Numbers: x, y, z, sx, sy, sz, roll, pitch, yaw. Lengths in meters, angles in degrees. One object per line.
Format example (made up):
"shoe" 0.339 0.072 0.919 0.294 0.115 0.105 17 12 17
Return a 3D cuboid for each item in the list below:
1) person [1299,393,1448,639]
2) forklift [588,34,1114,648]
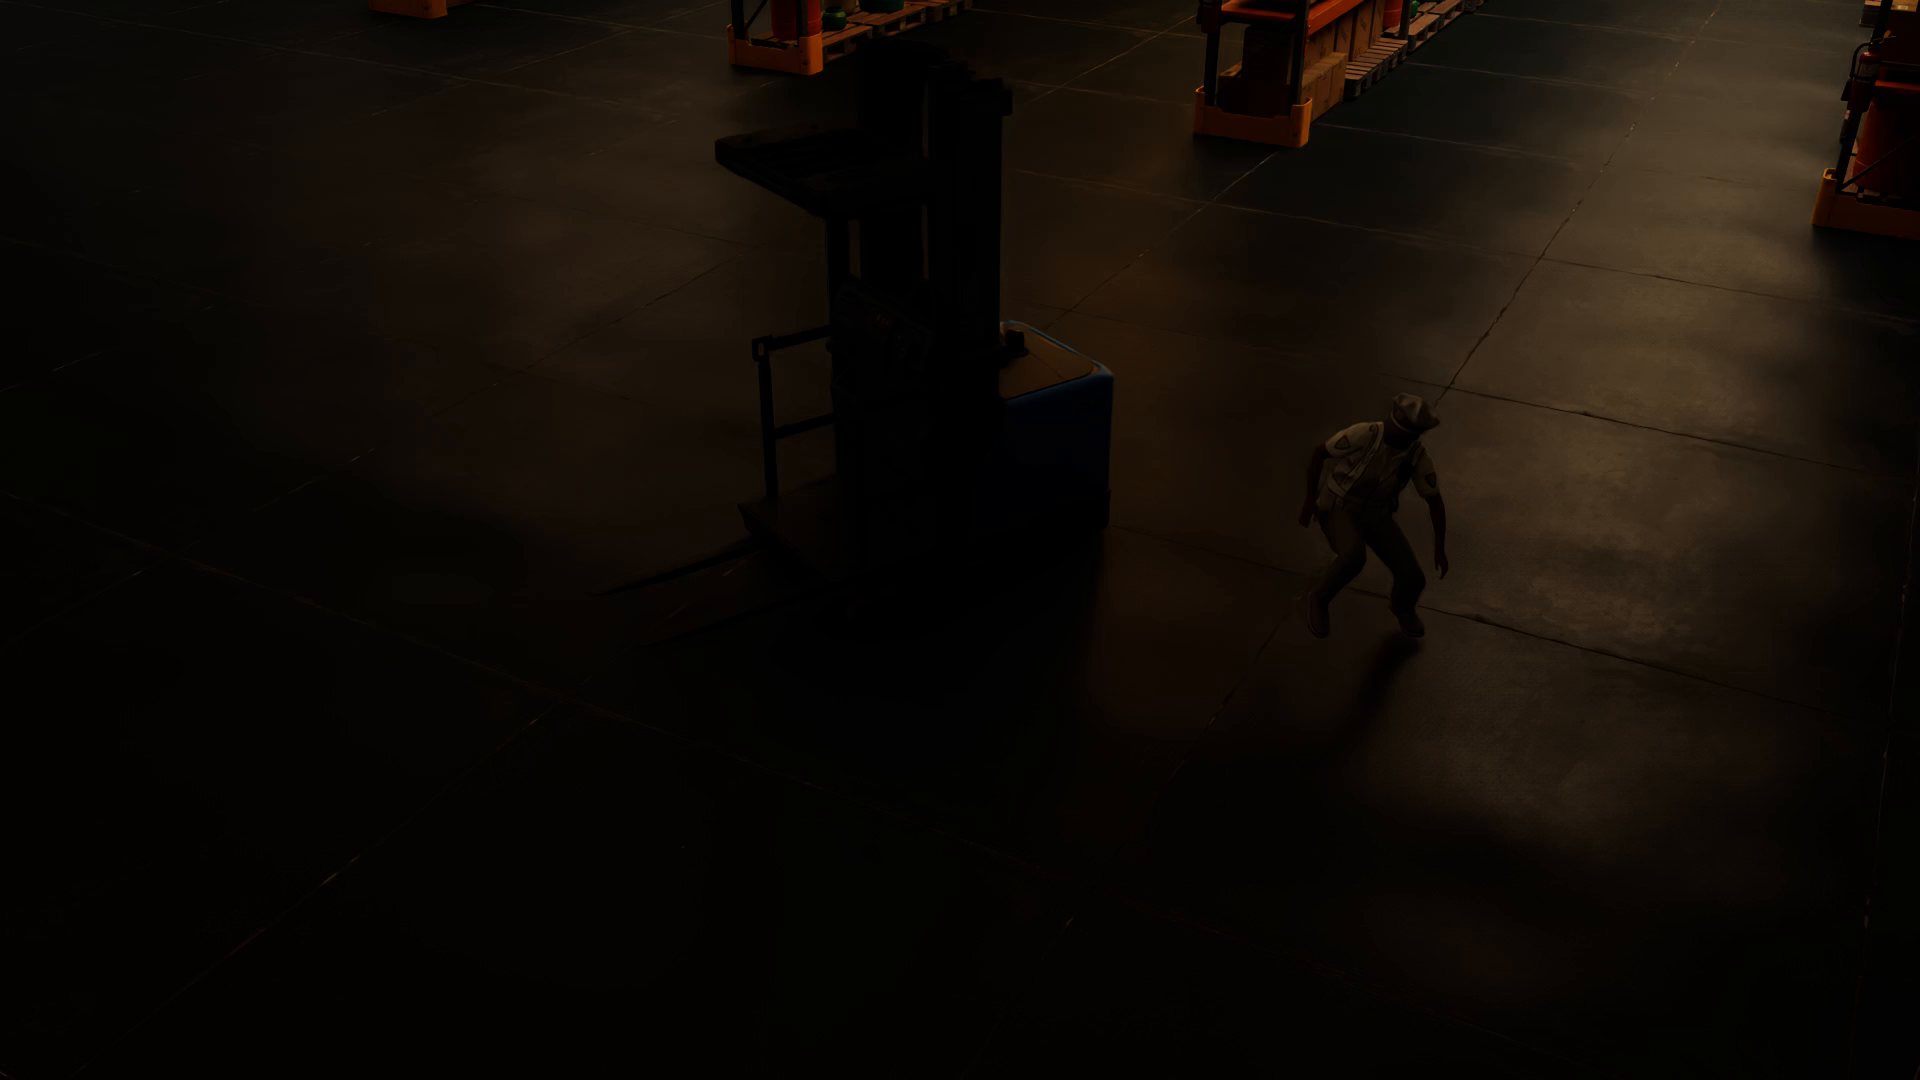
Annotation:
"person" 2.162 -0.109 8.677 0.744 1.444 0.626 -5 30 -8
"forklift" -0.598 -1.091 8.960 3.031 2.935 1.130 -19 35 -30
